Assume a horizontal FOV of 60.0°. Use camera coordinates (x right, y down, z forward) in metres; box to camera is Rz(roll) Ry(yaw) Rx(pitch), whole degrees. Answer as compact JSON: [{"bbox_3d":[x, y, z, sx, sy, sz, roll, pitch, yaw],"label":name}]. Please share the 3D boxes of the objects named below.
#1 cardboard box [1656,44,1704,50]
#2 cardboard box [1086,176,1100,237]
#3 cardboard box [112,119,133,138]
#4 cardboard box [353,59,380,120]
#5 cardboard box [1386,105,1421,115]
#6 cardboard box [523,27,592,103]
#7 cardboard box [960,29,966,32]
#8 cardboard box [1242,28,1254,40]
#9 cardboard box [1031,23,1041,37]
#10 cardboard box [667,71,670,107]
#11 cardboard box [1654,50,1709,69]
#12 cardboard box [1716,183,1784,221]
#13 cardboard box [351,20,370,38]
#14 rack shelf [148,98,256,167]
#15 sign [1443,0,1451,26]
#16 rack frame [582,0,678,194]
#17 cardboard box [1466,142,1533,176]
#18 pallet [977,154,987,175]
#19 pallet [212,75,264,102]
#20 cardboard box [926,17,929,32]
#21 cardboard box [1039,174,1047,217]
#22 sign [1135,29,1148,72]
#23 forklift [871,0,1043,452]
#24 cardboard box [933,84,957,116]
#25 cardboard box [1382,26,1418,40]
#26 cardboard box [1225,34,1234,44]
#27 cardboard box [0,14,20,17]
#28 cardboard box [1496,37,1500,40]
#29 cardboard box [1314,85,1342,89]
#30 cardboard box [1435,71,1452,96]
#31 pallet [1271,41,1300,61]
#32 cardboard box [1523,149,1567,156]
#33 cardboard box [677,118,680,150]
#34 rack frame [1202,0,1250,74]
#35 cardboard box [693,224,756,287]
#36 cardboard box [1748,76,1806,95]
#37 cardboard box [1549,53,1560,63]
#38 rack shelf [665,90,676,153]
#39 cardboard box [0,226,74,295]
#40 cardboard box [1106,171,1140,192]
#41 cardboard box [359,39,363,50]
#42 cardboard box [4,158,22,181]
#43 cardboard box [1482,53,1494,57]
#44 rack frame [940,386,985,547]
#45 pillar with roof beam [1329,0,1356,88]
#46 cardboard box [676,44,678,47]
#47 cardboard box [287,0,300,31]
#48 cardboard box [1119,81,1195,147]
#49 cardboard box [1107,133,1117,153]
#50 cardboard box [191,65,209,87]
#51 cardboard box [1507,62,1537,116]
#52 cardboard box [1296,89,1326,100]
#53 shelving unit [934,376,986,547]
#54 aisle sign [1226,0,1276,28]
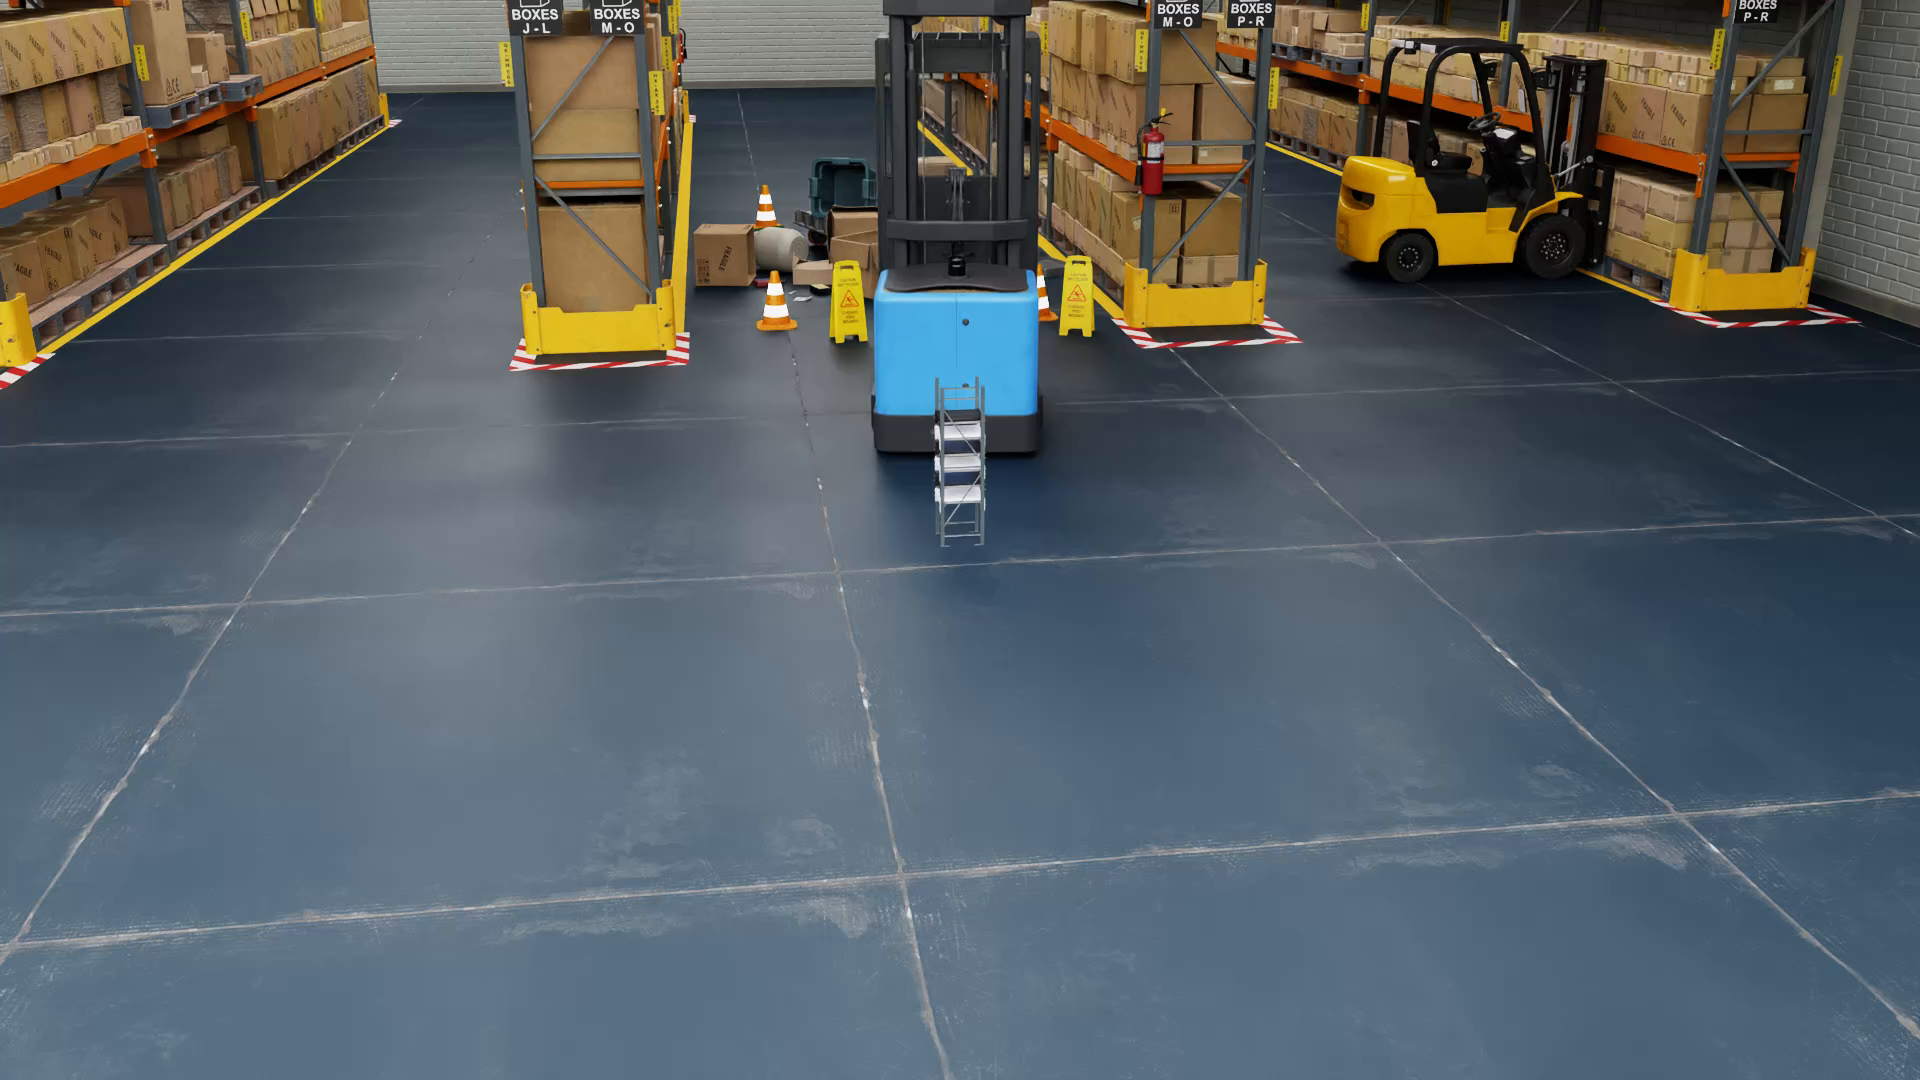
[{"bbox_3d":[6.885,-4.653,15.892,0.380,0.149,0.250,-3,21,-7],"label":"cardboard box"},{"bbox_3d":[1.487,-3.127,15.560,0.500,0.500,0.500,-3,21,-9],"label":"cardboard box"},{"bbox_3d":[-8.029,-3.868,15.645,0.380,0.149,0.250,-3,21,-8],"label":"cardboard box"},{"bbox_3d":[-9.936,-7.271,26.833,0.875,0.875,0.875,-3,21,-8],"label":"cardboard box"},{"bbox_3d":[5.996,-5.795,22.489,0.380,0.149,0.250,-2,21,-5],"label":"cardboard box"},{"bbox_3d":[-3.064,-3.855,13.493,0.875,0.550,0.550,-3,21,-8],"label":"cardboard box"},{"bbox_3d":[0.284,-6.869,22.821,0.500,0.250,0.500,-4,21,-9],"label":"cardboard box"},{"bbox_3d":[4.785,-8.060,26.297,0.500,0.250,0.500,-3,21,-8],"label":"cardboard box"},{"bbox_3d":[1.062,-5.335,18.045,0.500,0.500,0.500,-3,21,-7],"label":"cardboard box"},{"bbox_3d":[-3.408,-4.938,18.008,0.500,0.500,0.500,-3,21,-8],"label":"cardboard box"},{"bbox_3d":[6.563,-4.365,15.122,0.380,0.149,0.250,-3,21,-7],"label":"cardboard box"},{"bbox_3d":[7.034,-3.052,15.001,0.500,0.250,0.500,-3,21,-9],"label":"cardboard box"},{"bbox_3d":[-9.775,-8.202,26.678,0.500,0.250,0.500,-3,21,-9],"label":"cardboard box"},{"bbox_3d":[-8.666,-4.488,17.973,1.077,0.370,4.000,-3,21,-8],"label":"rack shelf"},{"bbox_3d":[6.312,-6.840,21.589,0.100,0.325,0.005,-3,21,-8],"label":"sign"},{"bbox_3d":[-4.032,-5.733,20.277,1.000,3.000,0.127,-3,21,-8],"label":"rack frame"},{"bbox_3d":[6.254,-4.148,18.829,0.875,0.625,0.625,-2,21,-5],"label":"cardboard box"},{"bbox_3d":[0.813,-4.988,22.269,1.003,0.211,1.213,-3,21,-8],"label":"pallet"},{"bbox_3d":[-8.746,-5.186,19.089,1.213,0.211,1.003,-3,21,-8],"label":"pallet"},{"bbox_3d":[-0.271,-8.130,26.553,0.500,0.500,0.500,-2,21,-6],"label":"cardboard box"},{"bbox_3d":[1.351,-3.779,18.204,0.950,0.372,0.625,-3,21,-7],"label":"cardboard box"},{"bbox_3d":[1.453,-3.917,13.309,0.100,0.325,0.005,-3,21,-8],"label":"sign"},{"bbox_3d":[-0.011,-2.390,11.425,1.130,2.935,3.031,0,20,0],"label":"forklift"},{"bbox_3d":[0.033,-7.244,27.385,0.875,0.438,0.875,-2,21,-6],"label":"cardboard box"},{"bbox_3d":[5.558,-6.402,21.000,0.380,0.149,0.250,-2,21,-7],"label":"cardboard box"},{"bbox_3d":[4.581,-8.255,27.389,0.380,0.149,0.250,-2,21,-7],"label":"cardboard box"},{"bbox_3d":[-8.420,-4.272,14.370,0.500,0.500,0.500,-3,21,-8],"label":"cardboard box"},{"bbox_3d":[6.411,-5.724,19.185,0.380,0.149,0.250,-3,21,-8],"label":"cardboard box"},{"bbox_3d":[5.568,-6.780,25.126,0.380,0.149,0.250,-3,21,-8],"label":"cardboard box"},{"bbox_3d":[5.889,-5.322,19.393,0.500,0.250,0.500,-3,21,-7],"label":"cardboard box"},{"bbox_3d":[5.194,-7.282,24.699,1.003,0.211,1.213,-3,21,-8],"label":"pallet"},{"bbox_3d":[6.163,-3.900,17.272,0.500,0.250,0.500,-3,21,-8],"label":"cardboard box"},{"bbox_3d":[-4.179,-5.722,23.222,0.500,0.500,0.500,-3,21,-9],"label":"cardboard box"},{"bbox_3d":[4.610,-9.039,29.129,1.000,3.000,0.127,-3,21,-8],"label":"rack frame"},{"bbox_3d":[-2.216,-2.692,15.706,0.500,0.500,0.500,1,20,2],"label":"cardboard box"},{"bbox_3d":[7.124,-3.980,14.516,0.380,0.149,0.250,-3,21,-9],"label":"cardboard box"},{"bbox_3d":[6.192,-4.843,16.827,0.380,0.149,0.250,-2,21,-7],"label":"cardboard box"},{"bbox_3d":[-3.743,-4.703,18.549,1.077,0.370,4.000,-3,21,-8],"label":"rack shelf"},{"bbox_3d":[-8.066,-2.413,14.363,0.500,0.500,0.500,-1,21,-3],"label":"cardboard box"},{"bbox_3d":[1.512,-3.199,14.825,0.380,0.149,0.250,-2,21,-6],"label":"cardboard box"},{"bbox_3d":[-9.621,-7.799,26.170,0.380,0.149,0.250,-3,21,-7],"label":"cardboard box"},{"bbox_3d":[-7.645,-2.915,13.094,0.380,0.149,0.250,-3,21,-8],"label":"cardboard box"},{"bbox_3d":[6.016,-5.430,18.398,0.380,0.149,0.250,-3,21,-9],"label":"cardboard box"},{"bbox_3d":[0.014,-0.389,8.972,0.240,0.900,0.006,-3,21,-8],"label":"rack frame"},{"bbox_3d":[1.718,-10.534,24.558,9.100,9.000,0.400,-3,21,-8],"label":"pillar with roof beam"},{"bbox_3d":[-4.749,-8.025,26.774,0.380,0.149,0.250,-2,21,-6],"label":"cardboard box"},{"bbox_3d":[-9.431,-7.198,22.625,0.797,0.503,0.637,-3,21,-9],"label":"cardboard box"},{"bbox_3d":[1.654,-3.608,14.020,0.500,0.500,0.500,-3,21,-9],"label":"cardboard box"},{"bbox_3d":[1.510,-3.508,14.680,0.380,0.149,0.250,-3,21,-7],"label":"cardboard box"},{"bbox_3d":[-8.447,-5.087,18.142,0.396,0.266,0.258,-4,21,-9],"label":"cardboard box"},{"bbox_3d":[6.145,-4.764,17.541,0.500,0.500,0.500,-3,21,-9],"label":"cardboard box"},{"bbox_3d":[5.193,-6.571,24.568,0.380,0.149,0.250,-3,21,-9],"label":"cardboard box"},{"bbox_3d":[-0.001,-0.424,9.066,0.258,0.900,0.210,-3,21,-8],"label":"shelving unit"},{"bbox_3d":[2.321,-4.459,13.153,0.394,0.787,0.004,-3,21,-8],"label":"aisle sign"}]
